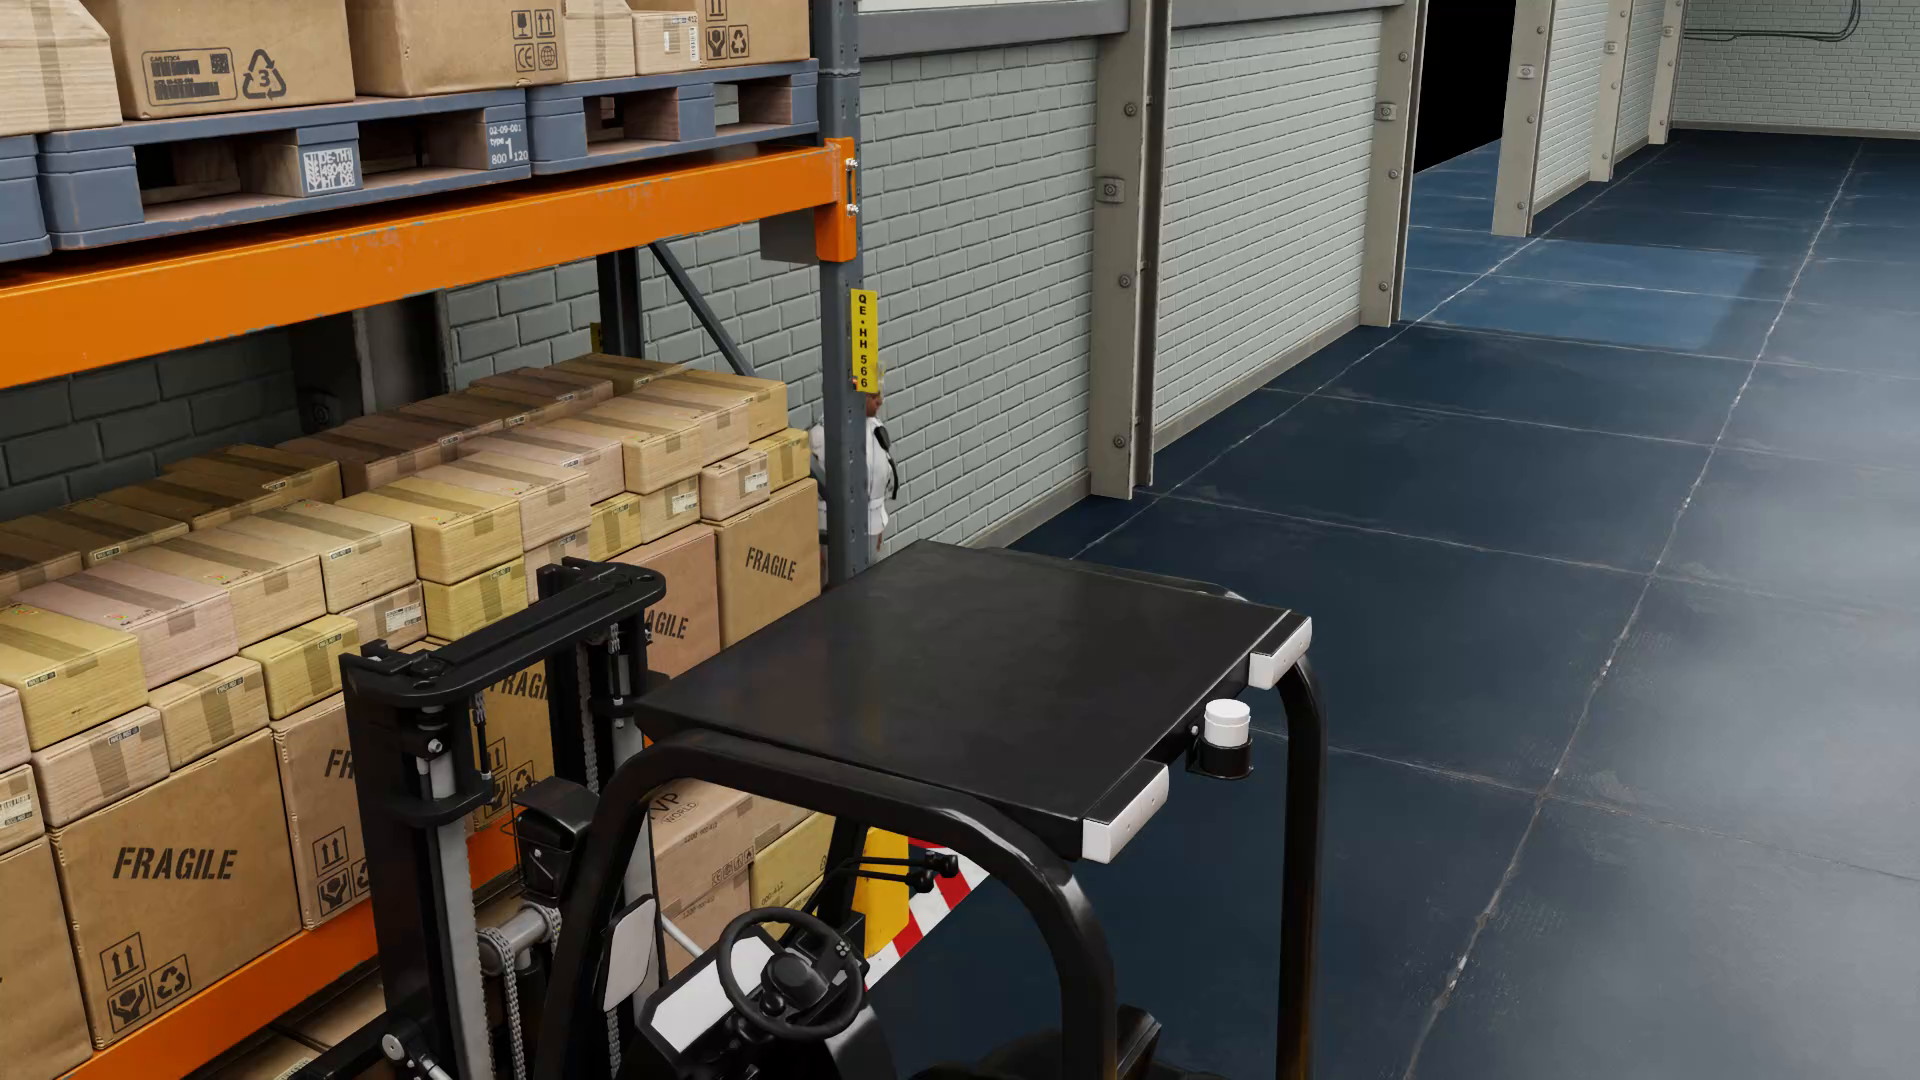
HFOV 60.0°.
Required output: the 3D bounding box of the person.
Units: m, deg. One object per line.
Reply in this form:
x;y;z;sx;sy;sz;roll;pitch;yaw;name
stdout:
-0.556;0.003;7.558;0.457;1.676;0.581;15;25;36;person
